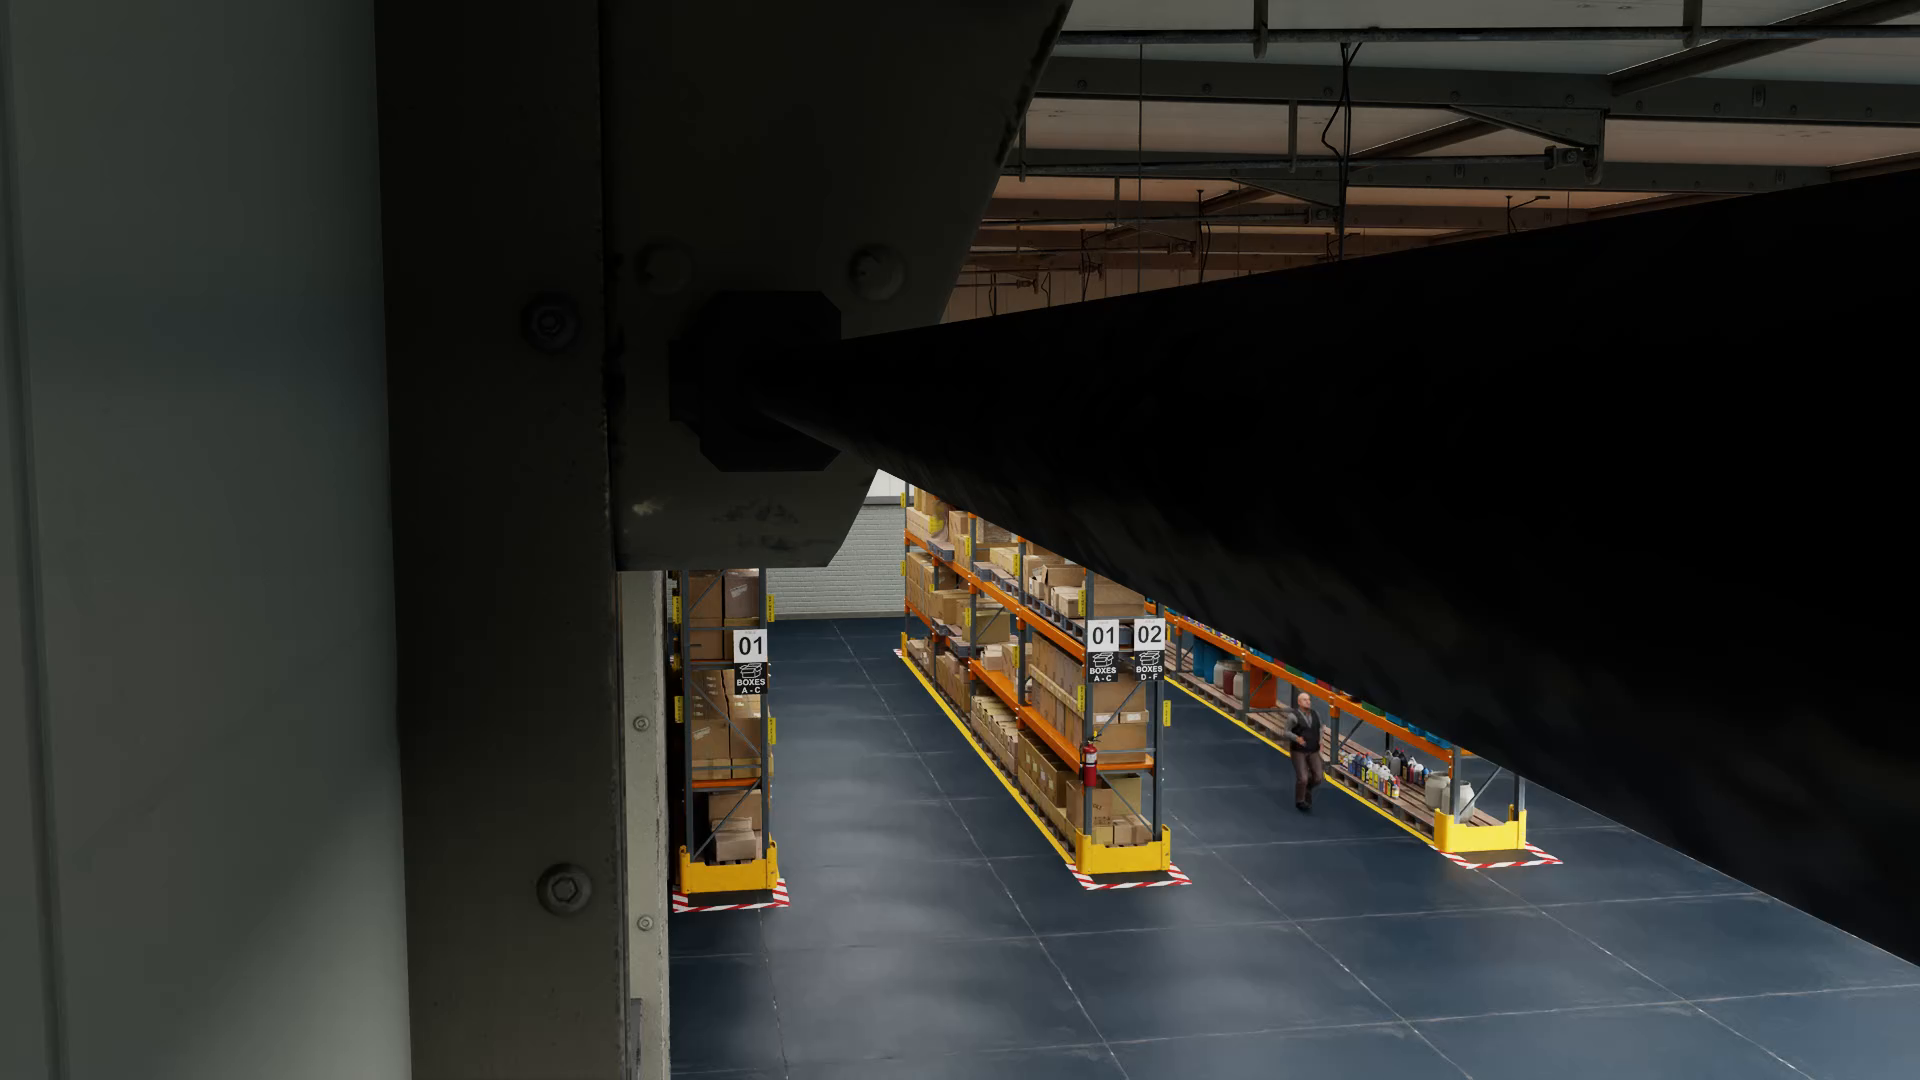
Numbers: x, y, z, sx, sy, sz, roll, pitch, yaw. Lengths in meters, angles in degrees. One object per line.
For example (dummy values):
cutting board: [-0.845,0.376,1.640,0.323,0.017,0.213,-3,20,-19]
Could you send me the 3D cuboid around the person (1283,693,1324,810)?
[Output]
person: [4.954,3.029,23.736,0.651,1.675,0.583,-1,6,-12]
